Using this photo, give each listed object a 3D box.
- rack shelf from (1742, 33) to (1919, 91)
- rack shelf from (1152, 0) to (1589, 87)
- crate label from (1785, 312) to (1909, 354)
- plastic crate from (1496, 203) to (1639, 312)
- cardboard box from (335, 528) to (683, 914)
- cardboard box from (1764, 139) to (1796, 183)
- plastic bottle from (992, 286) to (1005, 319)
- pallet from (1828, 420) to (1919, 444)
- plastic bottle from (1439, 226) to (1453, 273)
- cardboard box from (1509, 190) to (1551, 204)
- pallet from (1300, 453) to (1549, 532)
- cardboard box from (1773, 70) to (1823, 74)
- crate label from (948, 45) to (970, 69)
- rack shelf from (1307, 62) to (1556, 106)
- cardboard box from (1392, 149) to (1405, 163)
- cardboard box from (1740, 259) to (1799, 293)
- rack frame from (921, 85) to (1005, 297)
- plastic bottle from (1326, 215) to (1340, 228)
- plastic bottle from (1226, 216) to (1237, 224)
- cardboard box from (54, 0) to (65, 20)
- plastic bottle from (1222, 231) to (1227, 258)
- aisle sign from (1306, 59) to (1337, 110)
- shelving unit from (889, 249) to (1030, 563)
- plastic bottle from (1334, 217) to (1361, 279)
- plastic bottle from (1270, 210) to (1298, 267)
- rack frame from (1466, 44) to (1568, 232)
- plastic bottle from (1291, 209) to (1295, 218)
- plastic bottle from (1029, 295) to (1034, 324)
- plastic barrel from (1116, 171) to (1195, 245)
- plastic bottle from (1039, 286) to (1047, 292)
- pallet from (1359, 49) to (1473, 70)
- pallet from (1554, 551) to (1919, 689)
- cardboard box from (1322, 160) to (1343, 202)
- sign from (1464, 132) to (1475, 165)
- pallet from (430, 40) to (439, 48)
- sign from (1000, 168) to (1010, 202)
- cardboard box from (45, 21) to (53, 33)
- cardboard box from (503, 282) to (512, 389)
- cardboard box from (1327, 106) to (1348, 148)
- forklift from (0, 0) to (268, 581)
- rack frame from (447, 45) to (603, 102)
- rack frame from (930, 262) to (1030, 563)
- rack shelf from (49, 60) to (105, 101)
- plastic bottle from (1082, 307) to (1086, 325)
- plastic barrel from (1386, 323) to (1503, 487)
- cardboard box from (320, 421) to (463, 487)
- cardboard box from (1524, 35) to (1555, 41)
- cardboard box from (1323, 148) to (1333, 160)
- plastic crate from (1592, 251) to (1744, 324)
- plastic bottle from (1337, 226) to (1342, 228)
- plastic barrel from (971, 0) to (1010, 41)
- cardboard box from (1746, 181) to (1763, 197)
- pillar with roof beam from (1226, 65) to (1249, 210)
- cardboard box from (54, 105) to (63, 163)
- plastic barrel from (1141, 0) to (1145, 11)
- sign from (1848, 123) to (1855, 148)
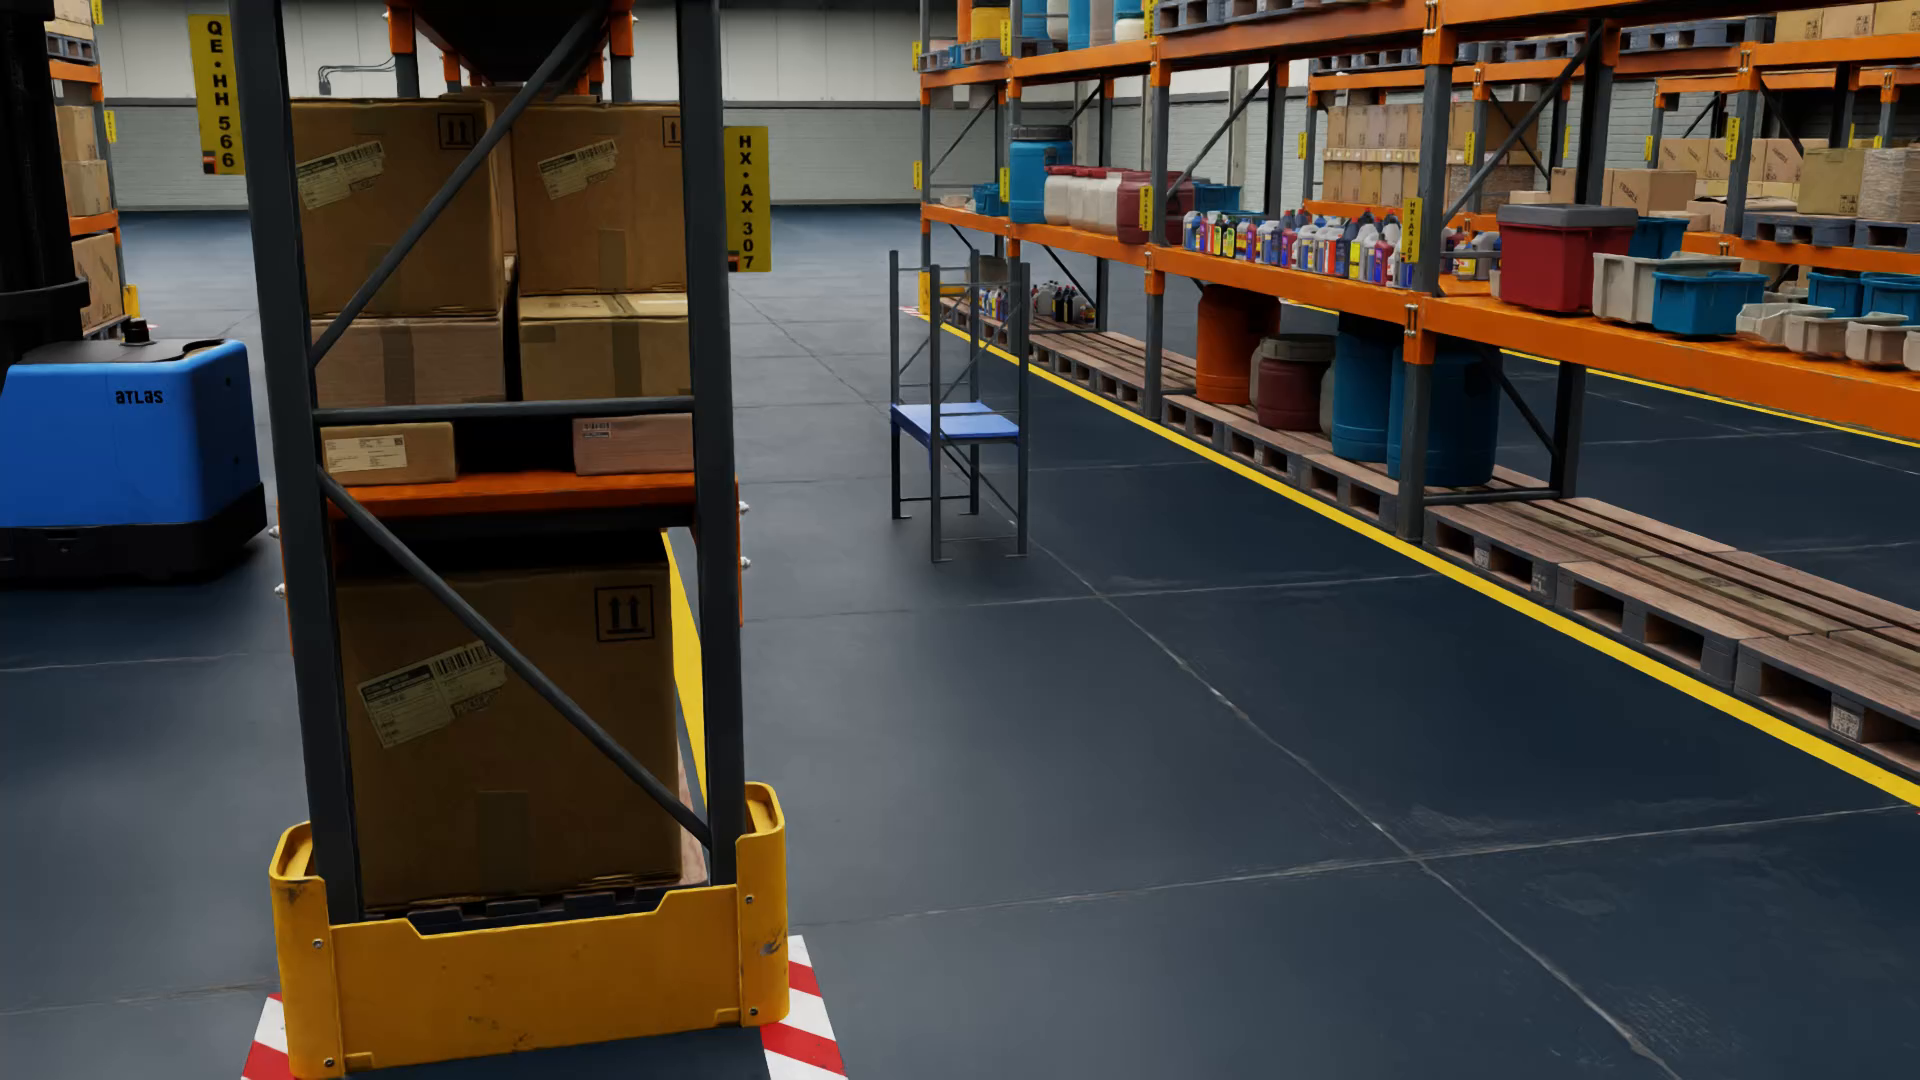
[{"bbox_3d":[7.196,-3.330,11.432,1.077,0.370,4.000,-3,14,-13],"label":"rack shelf"},{"bbox_3d":[2.381,-3.055,10.305,1.077,0.370,4.000,-3,14,-13],"label":"rack shelf"},{"bbox_3d":[3.279,-0.772,6.197,0.396,0.136,0.243,-3,14,-13],"label":"crate label"},{"bbox_3d":[2.816,-1.326,7.772,0.402,0.464,0.583,-3,14,-13],"label":"plastic crate"},{"bbox_3d":[-1.253,0.398,4.569,0.875,0.875,0.875,-3,14,-13],"label":"cardboard box"},{"bbox_3d":[9.959,-4.508,19.752,0.500,0.500,0.500,-4,14,-15],"label":"cardboard box"},{"bbox_3d":[0.419,-2.509,17.532,0.144,0.351,0.185,-3,14,-14],"label":"plastic bottle"},{"bbox_3d":[7.148,-0.874,12.058,1.003,0.211,1.213,-3,14,-13],"label":"pallet"},{"bbox_3d":[2.895,-1.767,10.100,0.152,0.276,0.135,-3,14,-13],"label":"plastic bottle"},{"bbox_3d":[5.945,-3.422,16.931,0.500,0.250,0.500,-2,14,-10],"label":"cardboard box"},{"bbox_3d":[2.710,-0.311,9.756,1.003,0.211,1.213,-3,14,-13],"label":"pallet"},{"bbox_3d":[9.969,-5.745,19.547,0.500,0.500,0.500,-4,14,-15],"label":"cardboard box"},{"bbox_3d":[0.151,-5.189,17.837,0.502,0.251,0.408,-3,14,-13],"label":"crate label"},{"bbox_3d":[5.318,-5.175,18.986,1.077,0.370,4.000,-3,14,-13],"label":"rack shelf"},{"bbox_3d":[5.153,-4.375,18.936,0.380,0.149,0.250,-3,14,-11],"label":"cardboard box"},{"bbox_3d":[9.995,-3.337,20.607,0.700,0.500,0.500,-4,14,-17],"label":"cardboard box"},{"bbox_3d":[0.032,-4.254,20.018,1.000,3.000,0.127,-3,14,-13],"label":"rack frame"},{"bbox_3d":[2.576,-2.106,11.496,0.097,0.271,0.097,0,14,0],"label":"plastic bottle"},{"bbox_3d":[1.867,-2.096,11.458,0.097,0.271,0.097,0,14,0],"label":"plastic bottle"},{"bbox_3d":[-9.007,-5.177,16.072,0.500,0.250,0.500,-3,14,-14],"label":"cardboard box"},{"bbox_3d":[1.839,-2.028,11.327,0.097,0.201,0.097,0,14,0],"label":"plastic bottle"},{"bbox_3d":[4.535,-5.790,20.829,0.394,0.787,0.004,-3,14,-13],"label":"aisle sign"},{"bbox_3d":[-0.020,-0.748,8.830,0.538,1.500,1.048,-3,14,-13],"label":"shelving unit"},{"bbox_3d":[2.273,-1.698,9.661,0.144,0.351,0.185,-3,14,-13],"label":"plastic bottle"},{"bbox_3d":[2.058,-1.910,10.527,0.144,0.351,0.185,-3,14,-13],"label":"plastic bottle"},{"bbox_3d":[5.787,-3.606,17.368,1.000,3.000,0.127,-3,14,-13],"label":"rack frame"},{"bbox_3d":[2.421,-2.282,12.193,0.061,0.283,0.133,-3,14,-13],"label":"plastic bottle"},{"bbox_3d":[0.680,-2.399,17.079,0.144,0.351,0.185,-3,14,-13],"label":"plastic bottle"},{"bbox_3d":[1.508,-2.565,12.817,0.600,0.536,0.708,-3,14,-13],"label":"plastic barrel"},{"bbox_3d":[0.955,-2.654,18.280,0.152,0.276,0.135,-4,14,-15],"label":"plastic bottle"},{"bbox_3d":[5.279,-5.497,18.972,1.003,0.211,1.213,-3,14,-13],"label":"pallet"},{"bbox_3d":[3.351,0.319,7.178,1.003,0.211,1.213,-3,14,-13],"label":"pallet"},{"bbox_3d":[4.945,-4.469,20.689,0.700,0.500,0.500,-3,14,-13],"label":"cardboard box"},{"bbox_3d":[5.248,-4.034,17.128,0.100,0.325,0.005,-3,14,-13],"label":"sign"},{"bbox_3d":[-3.555,-4.033,13.192,1.213,0.211,1.003,-3,14,-13],"label":"pallet"},{"bbox_3d":[0.434,-3.437,16.093,0.100,0.325,0.005,-3,14,-13],"label":"sign"},{"bbox_3d":[-8.862,-4.903,15.787,0.380,0.149,0.250,-3,14,-12],"label":"cardboard box"},{"bbox_3d":[-1.515,-0.572,4.639,0.500,0.250,0.500,-4,14,-14],"label":"cardboard box"},{"bbox_3d":[4.958,-5.087,20.485,0.700,0.500,0.500,-3,14,-13],"label":"cardboard box"},{"bbox_3d":[-5.179,-1.289,8.026,3.031,2.935,1.130,-1,14,-6],"label":"forklift"},{"bbox_3d":[-2.903,-2.132,11.334,1.000,3.000,0.127,-3,14,-13],"label":"rack frame"},{"bbox_3d":[0.099,-0.631,8.350,0.500,1.500,0.032,-3,14,-13],"label":"rack frame"},{"bbox_3d":[-9.158,-4.371,15.693,1.077,0.370,4.000,-3,14,-13],"label":"rack shelf"},{"bbox_3d":[1.299,-2.307,17.018,0.097,0.201,0.097,0,14,0],"label":"plastic bottle"},{"bbox_3d":[2.739,-0.797,9.404,0.600,0.901,0.708,-3,14,-13],"label":"plastic barrel"},{"bbox_3d":[-1.428,-0.228,4.071,0.380,0.149,0.250,-3,14,-12],"label":"cardboard box"},{"bbox_3d":[5.923,-5.052,16.396,0.500,0.250,0.500,-2,14,-7],"label":"cardboard box"},{"bbox_3d":[4.731,-4.790,20.636,0.380,0.149,0.250,-3,14,-14],"label":"cardboard box"},{"bbox_3d":[3.030,-1.095,7.210,0.437,0.282,0.530,-3,14,-13],"label":"plastic crate"},{"bbox_3d":[2.599,-2.049,11.413,0.097,0.201,0.097,0,14,0],"label":"plastic bottle"},{"bbox_3d":[0.423,-5.751,18.543,0.600,0.588,0.600,0,14,0],"label":"plastic barrel"},{"bbox_3d":[9.834,-4.259,20.314,0.500,0.250,0.500,-3,14,-13],"label":"cardboard box"},{"bbox_3d":[2.255,-11.520,37.117,9.100,9.000,0.400,-3,14,-13],"label":"pillar with roof beam"},{"bbox_3d":[-9.109,-3.861,15.818,0.875,0.550,0.500,-3,14,-13],"label":"cardboard box"},{"bbox_3d":[1.776,-4.427,13.500,0.600,0.830,0.708,-3,14,-13],"label":"plastic barrel"},{"bbox_3d":[7.252,-3.240,13.596,0.100,0.325,0.005,-3,14,-13],"label":"sign"}]
